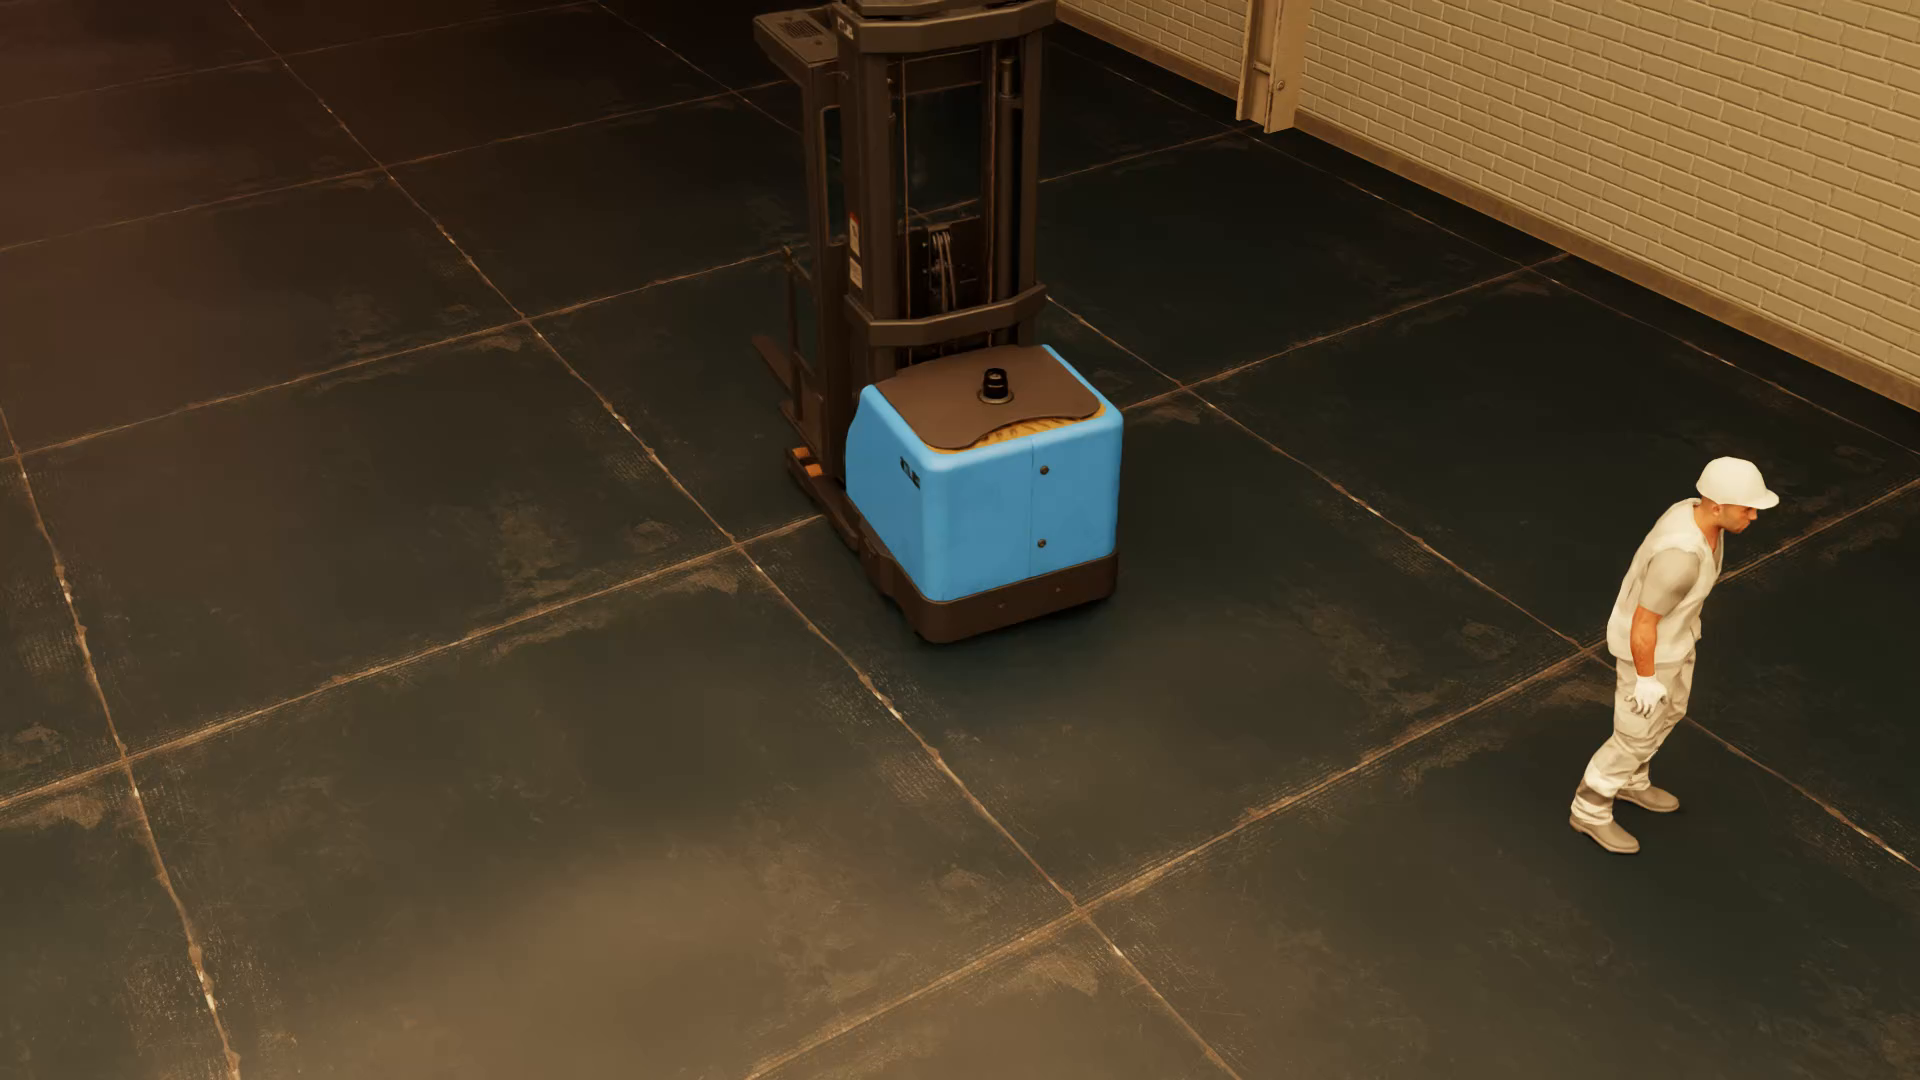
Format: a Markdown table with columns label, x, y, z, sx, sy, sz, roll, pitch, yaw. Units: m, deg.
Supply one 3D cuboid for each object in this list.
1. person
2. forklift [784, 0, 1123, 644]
| label | x | y | z | sx | sy | sz | roll | pitch | yaw |
| --- | --- | --- | --- | --- | --- | --- | --- | --- | --- |
| person | 2.766 | 0.410 | 6.519 | 0.434 | 1.718 | 0.609 | 23 | 41 | 29 |
| forklift | -0.313 | -1.544 | 8.346 | 1.130 | 2.935 | 3.031 | -15 | 38 | -20 |
